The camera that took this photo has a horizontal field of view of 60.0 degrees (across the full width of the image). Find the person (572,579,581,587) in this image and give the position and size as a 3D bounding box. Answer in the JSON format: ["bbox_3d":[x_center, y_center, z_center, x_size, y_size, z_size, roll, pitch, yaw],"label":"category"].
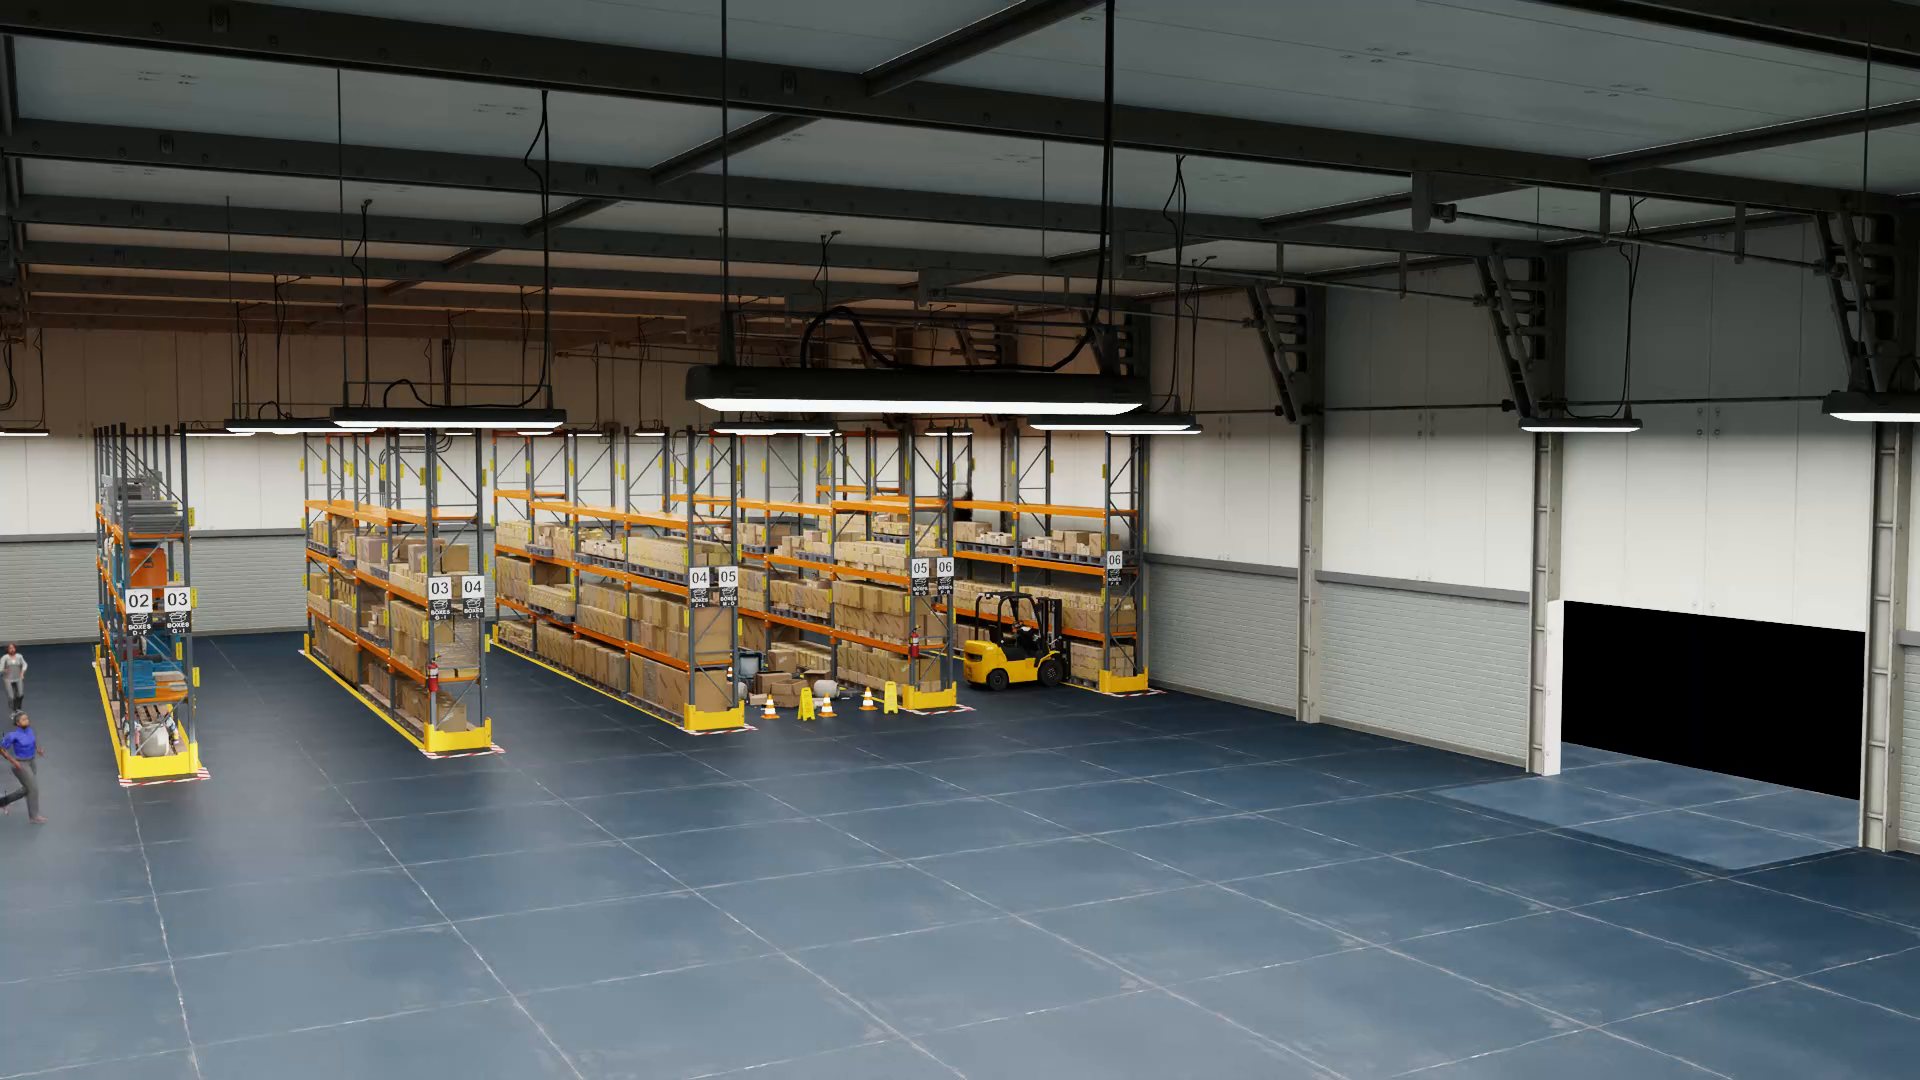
[{"bbox_3d":[-11.409,1.914,49.301,0.600,1.628,0.581,-1,4,-20],"label":"person"}]

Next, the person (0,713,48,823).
[{"bbox_3d":[-14.040,3.404,24.884,0.773,1.658,0.574,0,3,5],"label":"person"}]

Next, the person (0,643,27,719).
[{"bbox_3d":[-19.239,2.877,33.829,0.520,1.560,0.570,-3,4,-37],"label":"person"}]

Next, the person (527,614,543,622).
[{"bbox_3d":[-12.437,1.943,48.541,0.506,1.689,0.756,1,4,12],"label":"person"}]
